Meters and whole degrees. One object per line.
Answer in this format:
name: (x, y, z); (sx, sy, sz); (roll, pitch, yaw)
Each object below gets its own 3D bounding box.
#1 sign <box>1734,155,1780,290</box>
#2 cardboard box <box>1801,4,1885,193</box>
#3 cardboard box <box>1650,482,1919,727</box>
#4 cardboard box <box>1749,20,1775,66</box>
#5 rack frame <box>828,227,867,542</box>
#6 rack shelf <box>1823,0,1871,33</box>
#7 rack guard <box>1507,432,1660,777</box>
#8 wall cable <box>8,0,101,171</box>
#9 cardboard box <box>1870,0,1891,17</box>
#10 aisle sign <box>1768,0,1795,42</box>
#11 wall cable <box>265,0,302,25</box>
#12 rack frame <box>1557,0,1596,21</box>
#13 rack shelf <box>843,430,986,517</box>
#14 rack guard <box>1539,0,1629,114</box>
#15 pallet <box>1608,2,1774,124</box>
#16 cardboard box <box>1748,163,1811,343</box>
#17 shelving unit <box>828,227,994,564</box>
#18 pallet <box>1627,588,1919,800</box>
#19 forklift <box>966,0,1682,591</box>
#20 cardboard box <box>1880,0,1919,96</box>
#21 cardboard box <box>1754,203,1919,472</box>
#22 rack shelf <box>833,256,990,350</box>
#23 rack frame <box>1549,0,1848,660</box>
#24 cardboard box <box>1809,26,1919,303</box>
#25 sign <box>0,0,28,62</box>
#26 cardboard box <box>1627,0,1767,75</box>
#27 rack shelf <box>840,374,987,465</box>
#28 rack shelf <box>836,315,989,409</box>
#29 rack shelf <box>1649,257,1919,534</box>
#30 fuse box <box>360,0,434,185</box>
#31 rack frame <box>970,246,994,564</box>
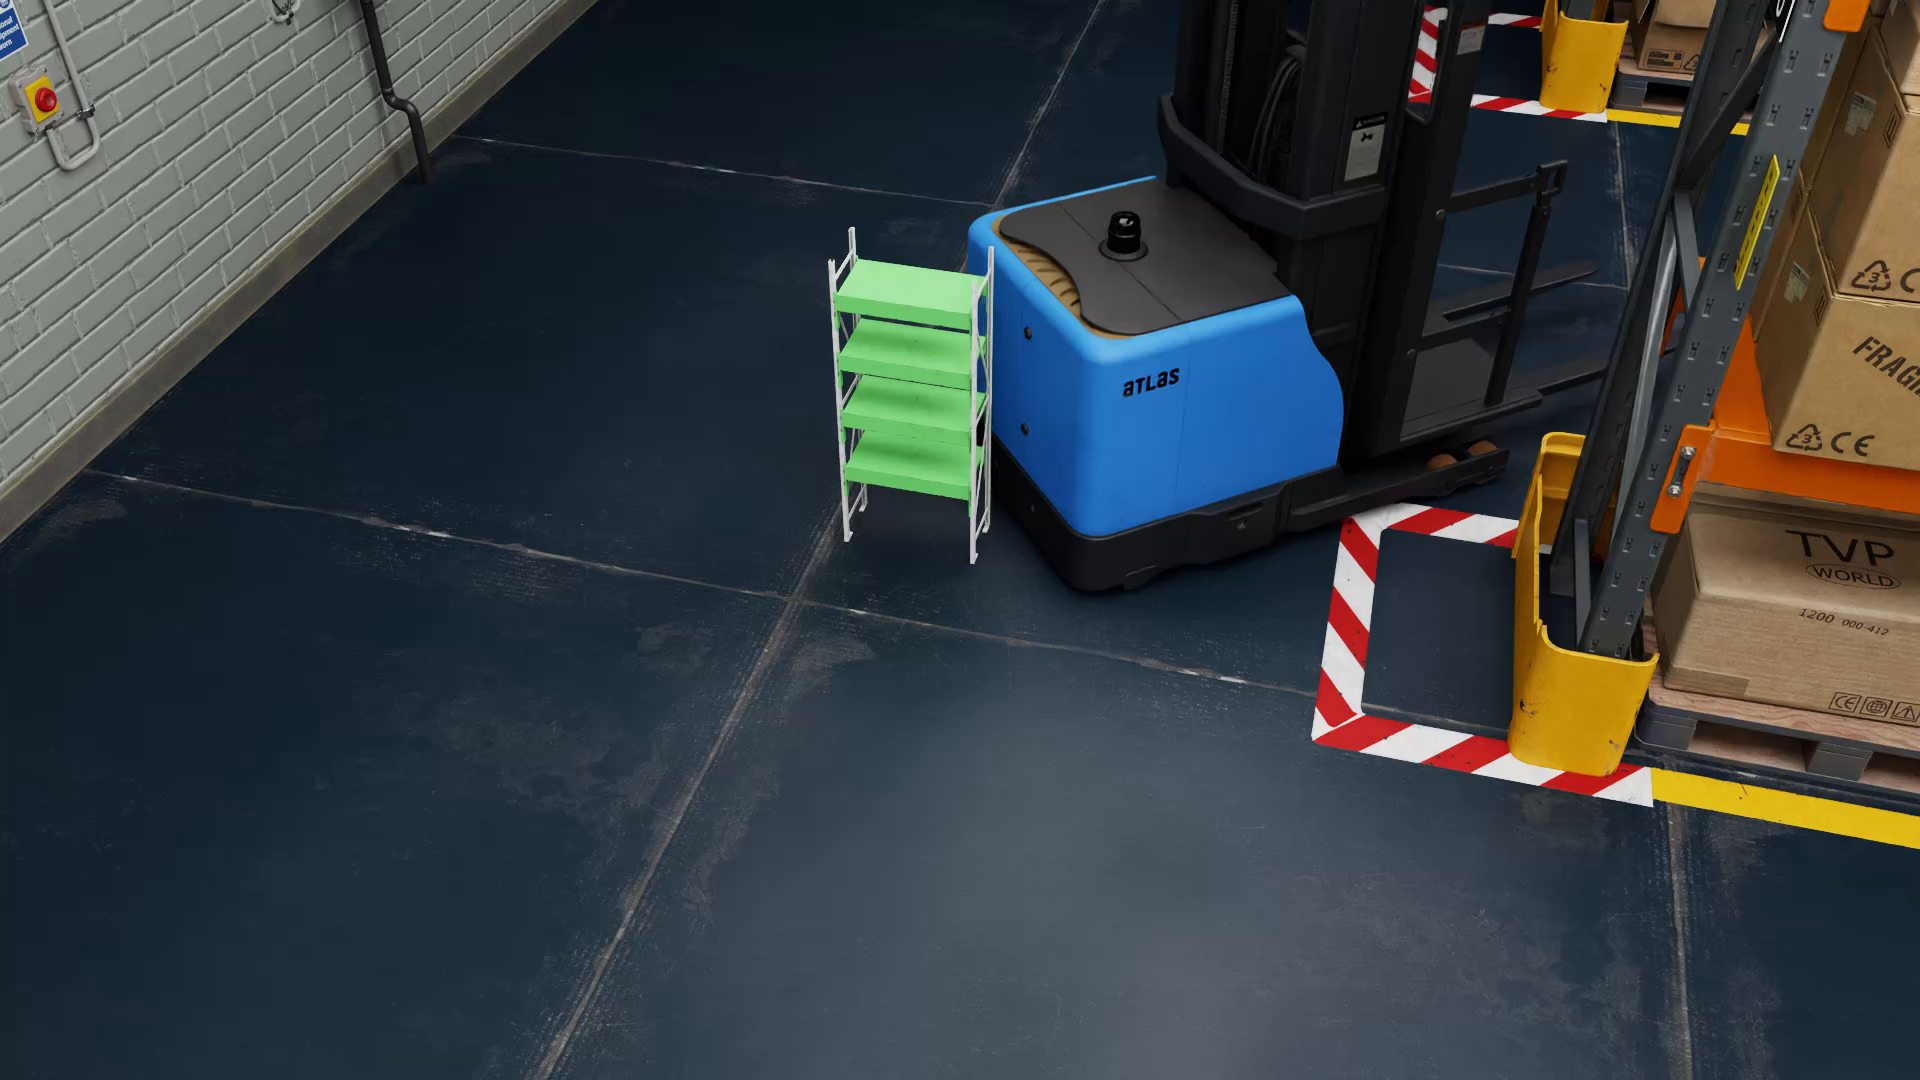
sign: (1.969, -0.783, 4.115); (0.005, 0.325, 0.100); (10, 41, 11)
cardboard box: (2.646, -1.253, 4.555); (0.500, 0.500, 0.500); (11, 41, 13)
cardboard box: (2.782, 0.103, 5.460); (0.875, 0.438, 0.875); (8, 41, 10)
cardboard box: (4.365, -2.663, 8.978); (0.250, 0.149, 0.380); (8, 41, 10)
rack frame: (-0.396, -0.528, 5.945); (0.015, 1.200, 0.240); (10, 41, 11)
rack shelf: (4.051, -1.305, 3.699); (4.000, 0.370, 1.077); (10, 41, 11)
rack guard: (2.095, 0.189, 5.637); (0.348, 0.500, 1.175); (10, 41, 11)
wall cable: (-3.335, -2.088, 5.590); (0.123, 1.953, 0.585); (10, 41, 11)
cardboard box: (2.517, -1.499, 4.343); (0.250, 0.149, 0.380); (10, 41, 12)
aisle sign: (1.974, -1.592, 3.792); (0.004, 0.787, 0.394); (10, 41, 11)
wall cable: (-2.979, -2.959, 6.651); (0.122, 1.984, 0.588); (10, 41, 11)
rack frame: (3.398, -3.849, 8.500); (0.127, 3.000, 1.000); (10, 41, 11)
rack shelf: (-0.160, -0.254, 6.092); (0.480, 0.148, 0.258); (10, 41, 11)
rack guard: (3.471, -2.879, 9.289); (0.348, 0.500, 1.175); (10, 41, 11)
pallet: (4.242, -2.636, 9.225); (1.213, 0.211, 1.003); (10, 41, 11)
cardboard box: (2.653, -0.887, 4.896); (0.500, 0.500, 0.500); (10, 41, 12)
shelving unit: (-0.160, -0.487, 5.897); (0.503, 1.200, 0.258); (10, 41, 11)
pallet: (2.911, 0.388, 5.624); (1.213, 0.211, 1.003); (10, 41, 11)
forklift: (1.572, -1.581, 5.853); (3.031, 2.935, 1.130); (-17, 43, -19)
cardboard box: (2.390, -1.203, 3.990); (0.250, 0.149, 0.380); (11, 41, 12)
cardboard box: (2.508, -0.545, 4.488); (0.500, 0.500, 0.500); (9, 41, 11)
rack shelf: (-0.160, -0.806, 5.629); (0.480, 0.148, 0.258); (10, 41, 11)
rack frame: (2.119, -0.764, 4.828); (0.127, 3.000, 1.000); (10, 41, 11)
cardboard box: (2.509, -0.929, 4.168); (0.500, 0.500, 0.500); (9, 41, 10)
sign: (-3.406, -1.771, 5.816); (0.001, 0.218, 0.327); (10, 41, 11)
cardboard box: (3.964, -2.893, 8.977); (0.637, 0.503, 0.797); (8, 41, 10)
rack shelf: (-0.160, -0.438, 5.938); (0.480, 0.148, 0.258); (10, 41, 11)
rack shelf: (-0.160, -0.622, 5.784); (0.480, 0.148, 0.258); (10, 41, 11)
rack shelf: (4.051, -0.157, 4.663); (4.000, 0.370, 1.077); (10, 41, 11)
fuse box: (-2.651, -2.475, 7.866); (0.414, 1.711, 0.539); (10, 41, 11)
rack frame: (0.076, -0.446, 5.849); (0.015, 1.200, 0.240); (10, 41, 11)
